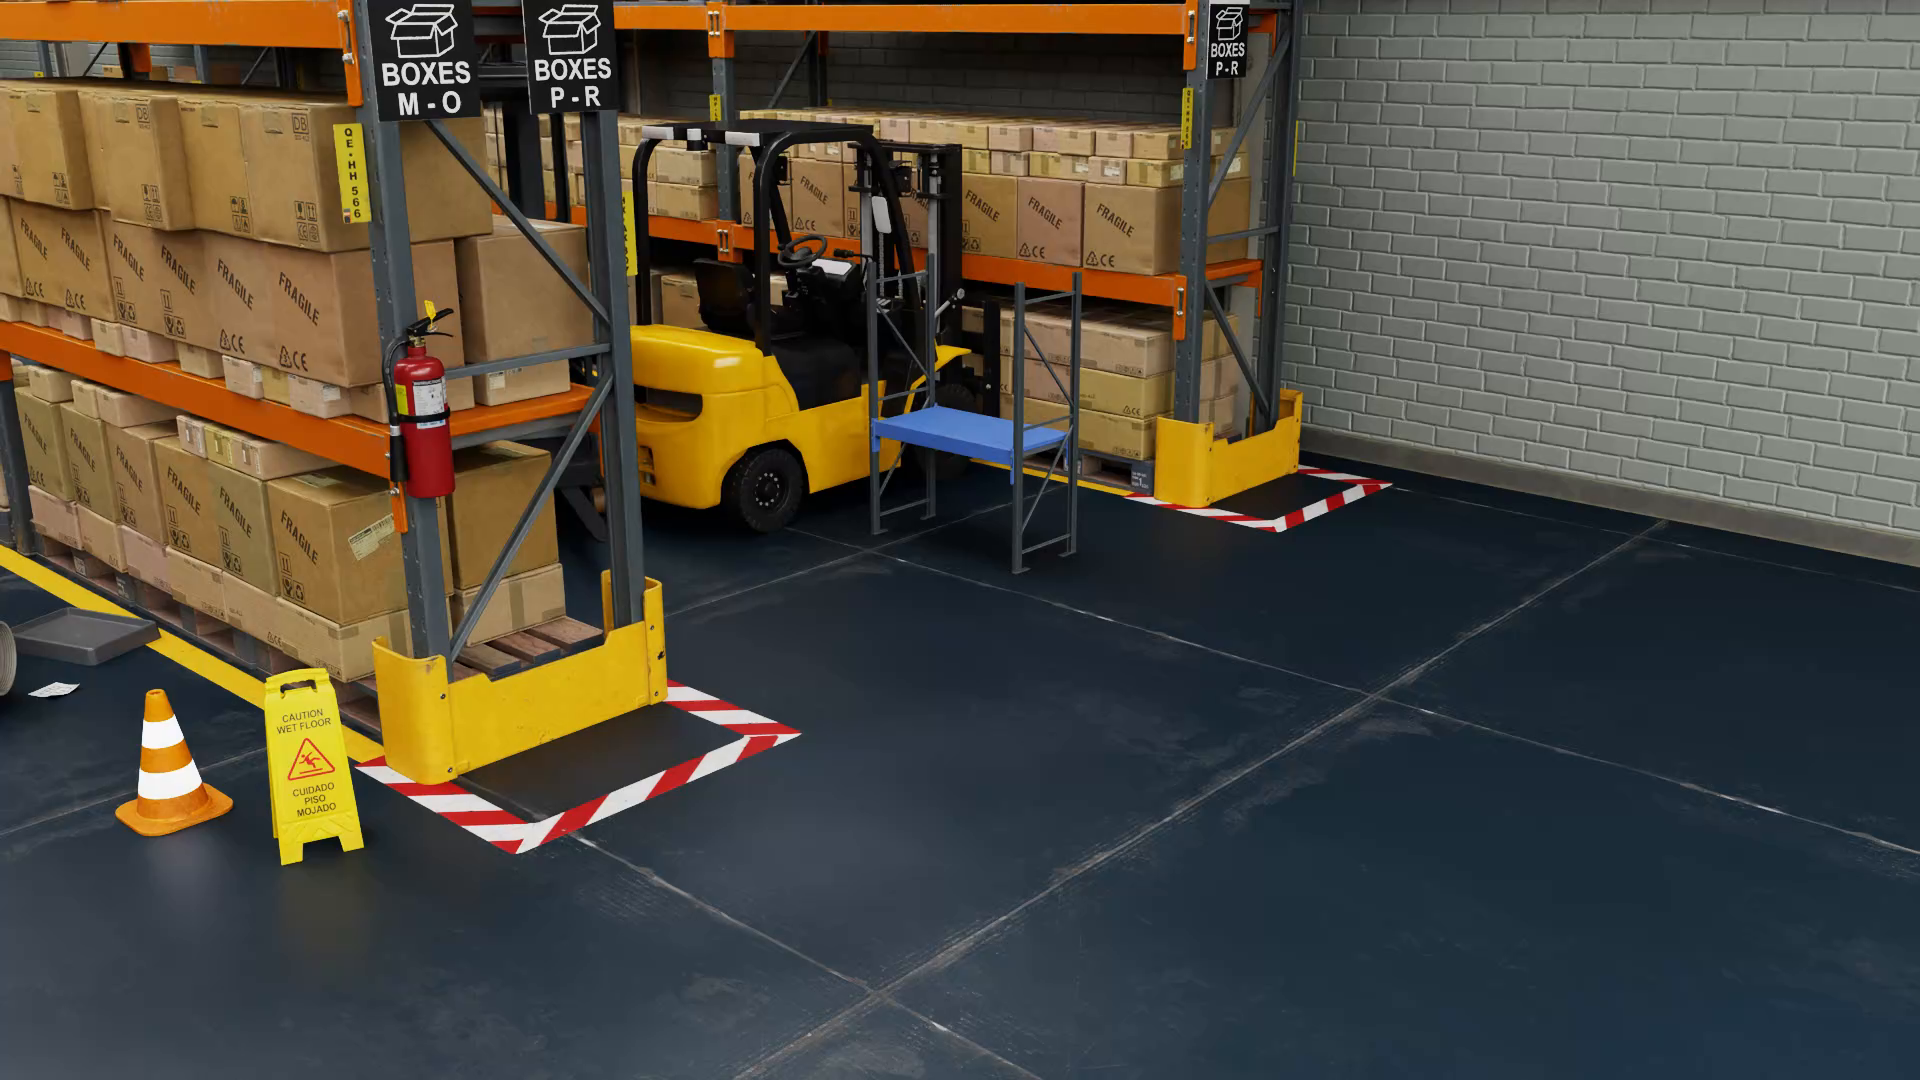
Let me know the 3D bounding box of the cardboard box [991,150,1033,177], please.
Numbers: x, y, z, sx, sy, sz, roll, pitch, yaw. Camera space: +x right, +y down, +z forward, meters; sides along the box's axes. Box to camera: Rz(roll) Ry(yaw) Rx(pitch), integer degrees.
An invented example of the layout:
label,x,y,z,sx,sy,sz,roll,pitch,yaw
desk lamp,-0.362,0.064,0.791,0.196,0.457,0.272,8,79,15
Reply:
label,x,y,z,sx,sy,sz,roll,pitch,yaw
cardboard box,0.407,-2.349,10.316,0.250,0.149,0.380,14,22,38

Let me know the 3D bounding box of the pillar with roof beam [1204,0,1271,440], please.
label,x,y,z,sx,sy,sz,roll,pitch,yaw
pillar with roof beam,-1.155,-4.009,6.867,0.400,9.000,9.100,15,23,39

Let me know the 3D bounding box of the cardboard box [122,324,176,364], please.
label,x,y,z,sx,sy,sz,roll,pitch,yaw
cardboard box,-3.478,-0.900,7.405,0.250,0.149,0.380,15,23,39

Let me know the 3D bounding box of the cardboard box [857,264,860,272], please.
label,x,y,z,sx,sy,sz,roll,pitch,yaw
cardboard box,-0.870,-1.894,12.319,0.500,0.250,0.500,16,23,40

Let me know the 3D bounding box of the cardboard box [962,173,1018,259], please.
label,x,y,z,sx,sy,sz,roll,pitch,yaw
cardboard box,0.317,-2.076,10.529,0.500,0.500,0.500,14,23,38

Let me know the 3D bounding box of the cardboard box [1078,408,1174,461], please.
label,x,y,z,sx,sy,sz,roll,pitch,yaw
cardboard box,1.064,-0.692,10.185,0.500,0.250,0.500,15,23,40

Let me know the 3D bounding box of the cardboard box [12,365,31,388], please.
label,x,y,z,sx,sy,sz,roll,pitch,yaw
cardboard box,-6.114,-0.794,10.306,0.625,0.372,0.950,16,24,41

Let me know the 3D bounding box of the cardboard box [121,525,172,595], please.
label,x,y,z,sx,sy,sz,roll,pitch,yaw
cardboard box,-3.591,0.041,7.874,0.500,0.250,0.500,15,23,39

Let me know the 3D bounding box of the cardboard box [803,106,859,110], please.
label,x,y,z,sx,sy,sz,roll,pitch,yaw
cardboard box,-0.927,-3.086,12.147,0.250,0.149,0.380,15,23,39

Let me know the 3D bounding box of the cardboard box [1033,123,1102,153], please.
label,x,y,z,sx,sy,sz,roll,pitch,yaw
cardboard box,0.662,-2.458,10.169,0.250,0.149,0.380,15,23,40

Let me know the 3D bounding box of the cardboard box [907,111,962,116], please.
label,x,y,z,sx,sy,sz,roll,pitch,yaw
cardboard box,-0.151,-2.883,11.508,0.250,0.149,0.380,15,23,38

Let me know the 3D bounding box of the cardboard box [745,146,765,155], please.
label,x,y,z,sx,sy,sz,roll,pitch,yaw
cardboard box,-1.303,-2.816,11.789,0.250,0.149,0.380,15,23,38

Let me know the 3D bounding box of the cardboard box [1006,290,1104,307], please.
label,x,y,z,sx,sy,sz,roll,pitch,yaw
cardboard box,0.648,-1.488,11.038,0.500,0.250,0.500,15,23,39

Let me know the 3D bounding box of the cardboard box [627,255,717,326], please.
label,x,y,z,sx,sy,sz,roll,pitch,yaw
cardboard box,-2.340,-1.911,13.406,0.625,0.625,0.875,15,23,39

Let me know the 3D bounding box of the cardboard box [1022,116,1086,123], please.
label,x,y,z,sx,sy,sz,roll,pitch,yaw
cardboard box,0.616,-2.679,10.866,0.250,0.149,0.380,14,23,38

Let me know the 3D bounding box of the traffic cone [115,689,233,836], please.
label,x,y,z,sx,sy,sz,roll,pitch,yaw
traffic cone,-2.845,0.759,5.956,0.334,0.463,0.336,15,23,39

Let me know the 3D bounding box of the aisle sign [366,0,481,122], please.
label,x,y,z,sx,sy,sz,roll,pitch,yaw
aisle sign,-1.813,-1.817,5.581,0.004,0.787,0.394,15,23,39

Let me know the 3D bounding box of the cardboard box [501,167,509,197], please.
label,x,y,z,sx,sy,sz,roll,pitch,yaw
cardboard box,-3.426,-2.966,13.747,0.500,0.250,0.500,14,22,38

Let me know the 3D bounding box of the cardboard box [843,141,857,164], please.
label,x,y,z,sx,sy,sz,roll,pitch,yaw
cardboard box,-0.564,-2.599,11.105,0.250,0.149,0.380,15,23,39

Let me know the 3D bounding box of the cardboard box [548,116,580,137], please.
label,x,y,z,sx,sy,sz,roll,pitch,yaw
cardboard box,-3.085,-3.325,13.392,0.250,0.149,0.380,15,23,39

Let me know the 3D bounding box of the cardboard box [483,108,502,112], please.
label,x,y,z,sx,sy,sz,roll,pitch,yaw
cardboard box,-3.981,-3.723,14.647,0.250,0.149,0.380,16,24,41

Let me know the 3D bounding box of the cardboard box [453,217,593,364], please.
label,x,y,z,sx,sy,sz,roll,pitch,yaw
cardboard box,-1.837,-1.003,6.657,0.500,0.500,0.500,15,23,38

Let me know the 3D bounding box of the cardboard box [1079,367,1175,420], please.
label,x,y,z,sx,sy,sz,roll,pitch,yaw
cardboard box,1.054,-0.935,10.123,0.500,0.250,0.500,15,23,39

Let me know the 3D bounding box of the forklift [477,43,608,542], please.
label,x,y,z,sx,sy,sz,roll,pitch,yaw
forklift,-2.647,-1.567,9.205,1.130,2.935,3.031,-7,19,-22

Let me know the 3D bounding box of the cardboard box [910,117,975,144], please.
label,x,y,z,sx,sy,sz,roll,pitch,yaw
cardboard box,-0.111,-2.664,10.816,0.250,0.149,0.380,15,23,39

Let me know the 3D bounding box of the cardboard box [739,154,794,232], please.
label,x,y,z,sx,sy,sz,roll,pitch,yaw
cardboard box,-1.208,-2.482,11.809,0.500,0.500,0.500,14,22,38

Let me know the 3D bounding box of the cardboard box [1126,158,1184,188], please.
label,x,y,z,sx,sy,sz,roll,pitch,yaw
cardboard box,1.180,-2.143,9.667,0.250,0.149,0.380,15,23,40

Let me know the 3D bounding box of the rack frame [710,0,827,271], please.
label,x,y,z,sx,sy,sz,roll,pitch,yaw
rack frame,-1.367,-2.583,12.291,0.127,3.000,1.000,15,23,39

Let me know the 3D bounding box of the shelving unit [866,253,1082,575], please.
label,x,y,z,sx,sy,sz,roll,pitch,yaw
shelving unit,0.064,-0.698,8.831,1.048,1.500,0.538,15,23,39

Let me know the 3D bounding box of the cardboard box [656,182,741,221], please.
label,x,y,z,sx,sy,sz,roll,pitch,yaw
cardboard box,-1.917,-2.553,12.446,0.500,0.250,0.500,16,23,40

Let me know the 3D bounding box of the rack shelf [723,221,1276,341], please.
label,x,y,z,sx,sy,sz,roll,pitch,yaw
rack shelf,0.129,-1.838,11.135,4.000,0.370,1.077,15,23,39

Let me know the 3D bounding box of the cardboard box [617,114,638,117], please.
label,x,y,z,sx,sy,sz,roll,pitch,yaw
cardboard box,-2.820,-3.419,13.690,0.250,0.149,0.380,16,24,41

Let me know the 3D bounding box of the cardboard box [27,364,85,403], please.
label,x,y,z,sx,sy,sz,roll,pitch,yaw
cardboard box,-4.343,-0.797,8.204,0.250,0.149,0.380,15,23,40

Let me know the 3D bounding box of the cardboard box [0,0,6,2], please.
label,x,y,z,sx,sy,sz,roll,pitch,yaw
cardboard box,-4.431,-2.585,7.755,0.250,0.149,0.380,15,23,39

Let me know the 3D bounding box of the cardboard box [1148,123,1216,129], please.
label,x,y,z,sx,sy,sz,roll,pitch,yaw
cardboard box,1.358,-2.462,10.180,0.250,0.149,0.380,16,24,41

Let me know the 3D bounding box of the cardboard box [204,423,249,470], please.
label,x,y,z,sx,sy,sz,roll,pitch,yaw
cardboard box,-2.944,-0.424,7.027,0.250,0.149,0.380,16,23,40

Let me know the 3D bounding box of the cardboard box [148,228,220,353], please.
label,x,y,z,sx,sy,sz,roll,pitch,yaw
cardboard box,-2.999,-1.095,6.946,0.500,0.500,0.500,15,23,39

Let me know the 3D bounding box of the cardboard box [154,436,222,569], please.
label,x,y,z,sx,sy,sz,roll,pitch,yaw
cardboard box,-3.205,-0.212,7.432,0.500,0.500,0.500,14,23,38

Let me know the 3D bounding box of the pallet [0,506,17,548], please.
label,x,y,z,sx,sy,sz,roll,pitch,yaw
pallet,-5.242,-0.286,9.664,1.213,0.211,1.003,15,23,39

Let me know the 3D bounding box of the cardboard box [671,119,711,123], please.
label,x,y,z,sx,sy,sz,roll,pitch,yaw
cardboard box,-2.044,-3.221,13.066,0.250,0.149,0.380,15,23,39

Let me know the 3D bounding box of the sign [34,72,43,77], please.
label,x,y,z,sx,sy,sz,roll,pitch,yaw
sign,-10.702,-5.282,19.366,0.005,0.325,0.100,15,23,39

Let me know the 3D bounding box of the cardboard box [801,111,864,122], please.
label,x,y,z,sx,sy,sz,roll,pitch,yaw
cardboard box,-0.873,-2.869,11.464,0.250,0.149,0.380,14,23,38

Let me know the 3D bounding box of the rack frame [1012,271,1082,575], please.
label,x,y,z,sx,sy,sz,roll,pitch,yaw
rack frame,0.444,-0.596,8.509,0.032,1.500,0.500,15,23,39

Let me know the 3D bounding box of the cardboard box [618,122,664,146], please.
label,x,y,z,sx,sy,sz,roll,pitch,yaw
cardboard box,-2.407,-3.090,12.651,0.250,0.149,0.380,14,22,38

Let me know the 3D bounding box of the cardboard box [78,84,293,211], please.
label,x,y,z,sx,sy,sz,roll,pitch,yaw
cardboard box,-3.298,-1.689,7.165,0.500,0.500,0.700,15,23,39

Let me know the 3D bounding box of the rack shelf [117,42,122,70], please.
label,x,y,z,sx,sy,sz,roll,pitch,yaw
rack shelf,-6.154,-2.947,9.671,4.000,0.370,1.077,15,23,39

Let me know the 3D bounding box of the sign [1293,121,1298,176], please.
label,x,y,z,sx,sy,sz,roll,pitch,yaw
sign,1.998,-2.354,10.010,0.005,0.325,0.100,15,23,39

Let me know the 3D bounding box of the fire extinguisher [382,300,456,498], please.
label,x,y,z,sx,sy,sz,roll,pitch,yaw
fire extinguisher,-1.887,-0.492,5.830,0.183,0.674,0.296,15,23,39

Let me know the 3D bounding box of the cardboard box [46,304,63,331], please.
label,x,y,z,sx,sy,sz,roll,pitch,yaw
cardboard box,-4.194,-1.118,8.091,0.250,0.149,0.380,15,23,39

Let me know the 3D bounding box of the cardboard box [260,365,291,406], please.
label,x,y,z,sx,sy,sz,roll,pitch,yaw
cardboard box,-2.529,-0.645,6.600,0.250,0.149,0.380,15,23,38

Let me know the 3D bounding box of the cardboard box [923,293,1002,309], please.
label,x,y,z,sx,sy,sz,roll,pitch,yaw
cardboard box,-0.070,-1.471,10.988,0.500,0.250,0.500,14,23,38

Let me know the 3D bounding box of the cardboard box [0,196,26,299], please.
label,x,y,z,sx,sy,sz,roll,pitch,yaw
cardboard box,-4.515,-1.497,8.213,0.500,0.500,0.500,15,23,39

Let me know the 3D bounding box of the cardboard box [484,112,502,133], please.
label,x,y,z,sx,sy,sz,roll,pitch,yaw
cardboard box,-3.906,-3.513,13.985,0.250,0.149,0.380,16,24,41

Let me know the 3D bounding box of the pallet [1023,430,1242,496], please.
label,x,y,z,sx,sy,sz,roll,pitch,yaw
pallet,1.025,-0.595,10.636,1.213,0.211,1.003,15,23,39

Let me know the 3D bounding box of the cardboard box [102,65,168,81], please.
label,x,y,z,sx,sy,sz,roll,pitch,yaw
cardboard box,-9.059,-4.967,18.320,0.500,0.500,0.500,16,23,41

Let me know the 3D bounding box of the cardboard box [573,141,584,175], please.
label,x,y,z,sx,sy,sz,roll,pitch,yaw
cardboard box,-2.672,-2.996,13.015,0.500,0.250,0.500,16,23,40

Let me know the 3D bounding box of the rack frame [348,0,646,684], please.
label,x,y,z,sx,sy,sz,roll,pitch,yaw
rack frame,-1.667,-0.656,6.220,0.127,3.000,1.000,15,23,39

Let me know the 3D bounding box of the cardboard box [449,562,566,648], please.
label,x,y,z,sx,sy,sz,roll,pitch,yaw
cardboard box,-2.087,0.230,7.280,0.500,0.250,0.500,15,23,39
